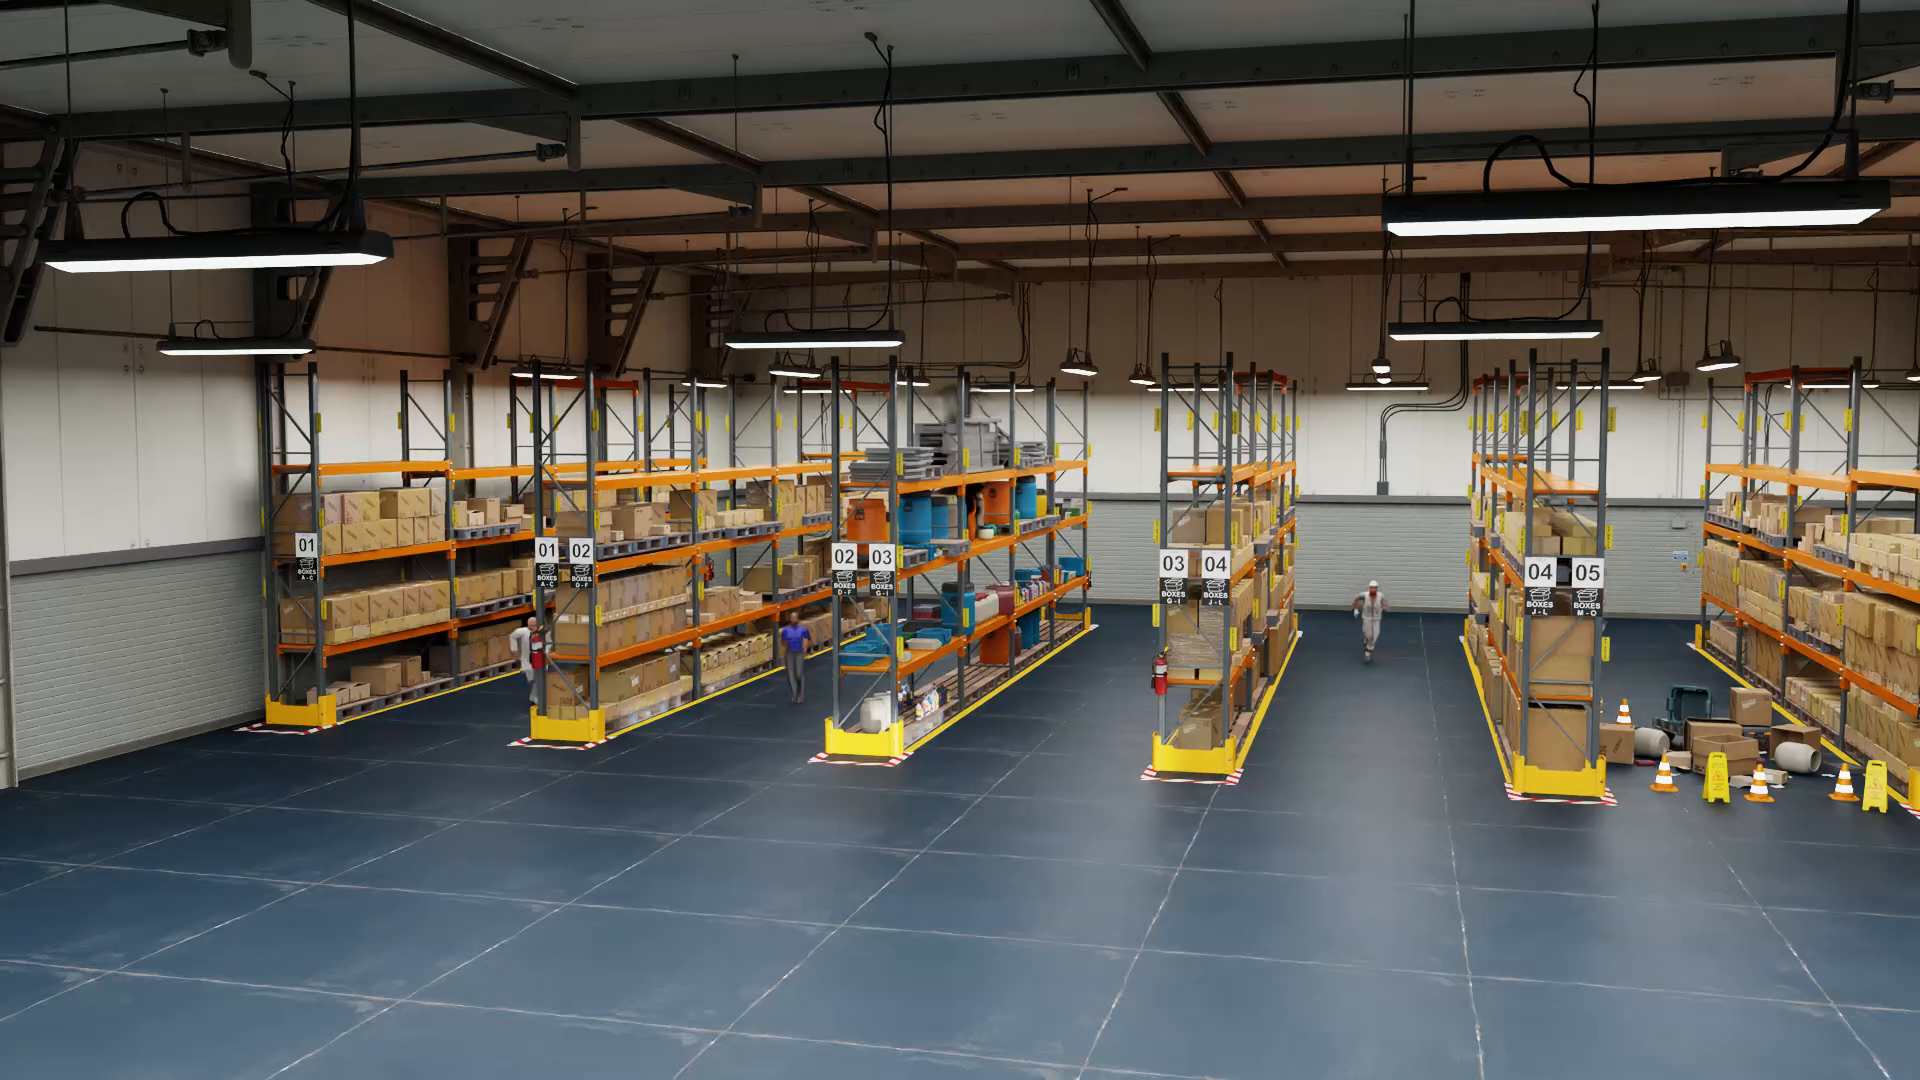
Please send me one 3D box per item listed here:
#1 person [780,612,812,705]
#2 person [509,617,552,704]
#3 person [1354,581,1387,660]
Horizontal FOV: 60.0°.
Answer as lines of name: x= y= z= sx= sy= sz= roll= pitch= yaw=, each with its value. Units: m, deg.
person: x=-2.931 y=2.114 z=29.559 sx=0.557 sy=1.639 sz=0.623 roll=0 pitch=4 yaw=4
person: x=-7.632 y=2.138 z=29.581 sx=0.734 sy=1.591 sz=0.887 roll=-1 pitch=4 yaw=-14
person: x=8.645 y=1.697 z=34.964 sx=0.649 sy=1.703 sz=0.721 roll=0 pitch=4 yaw=3
